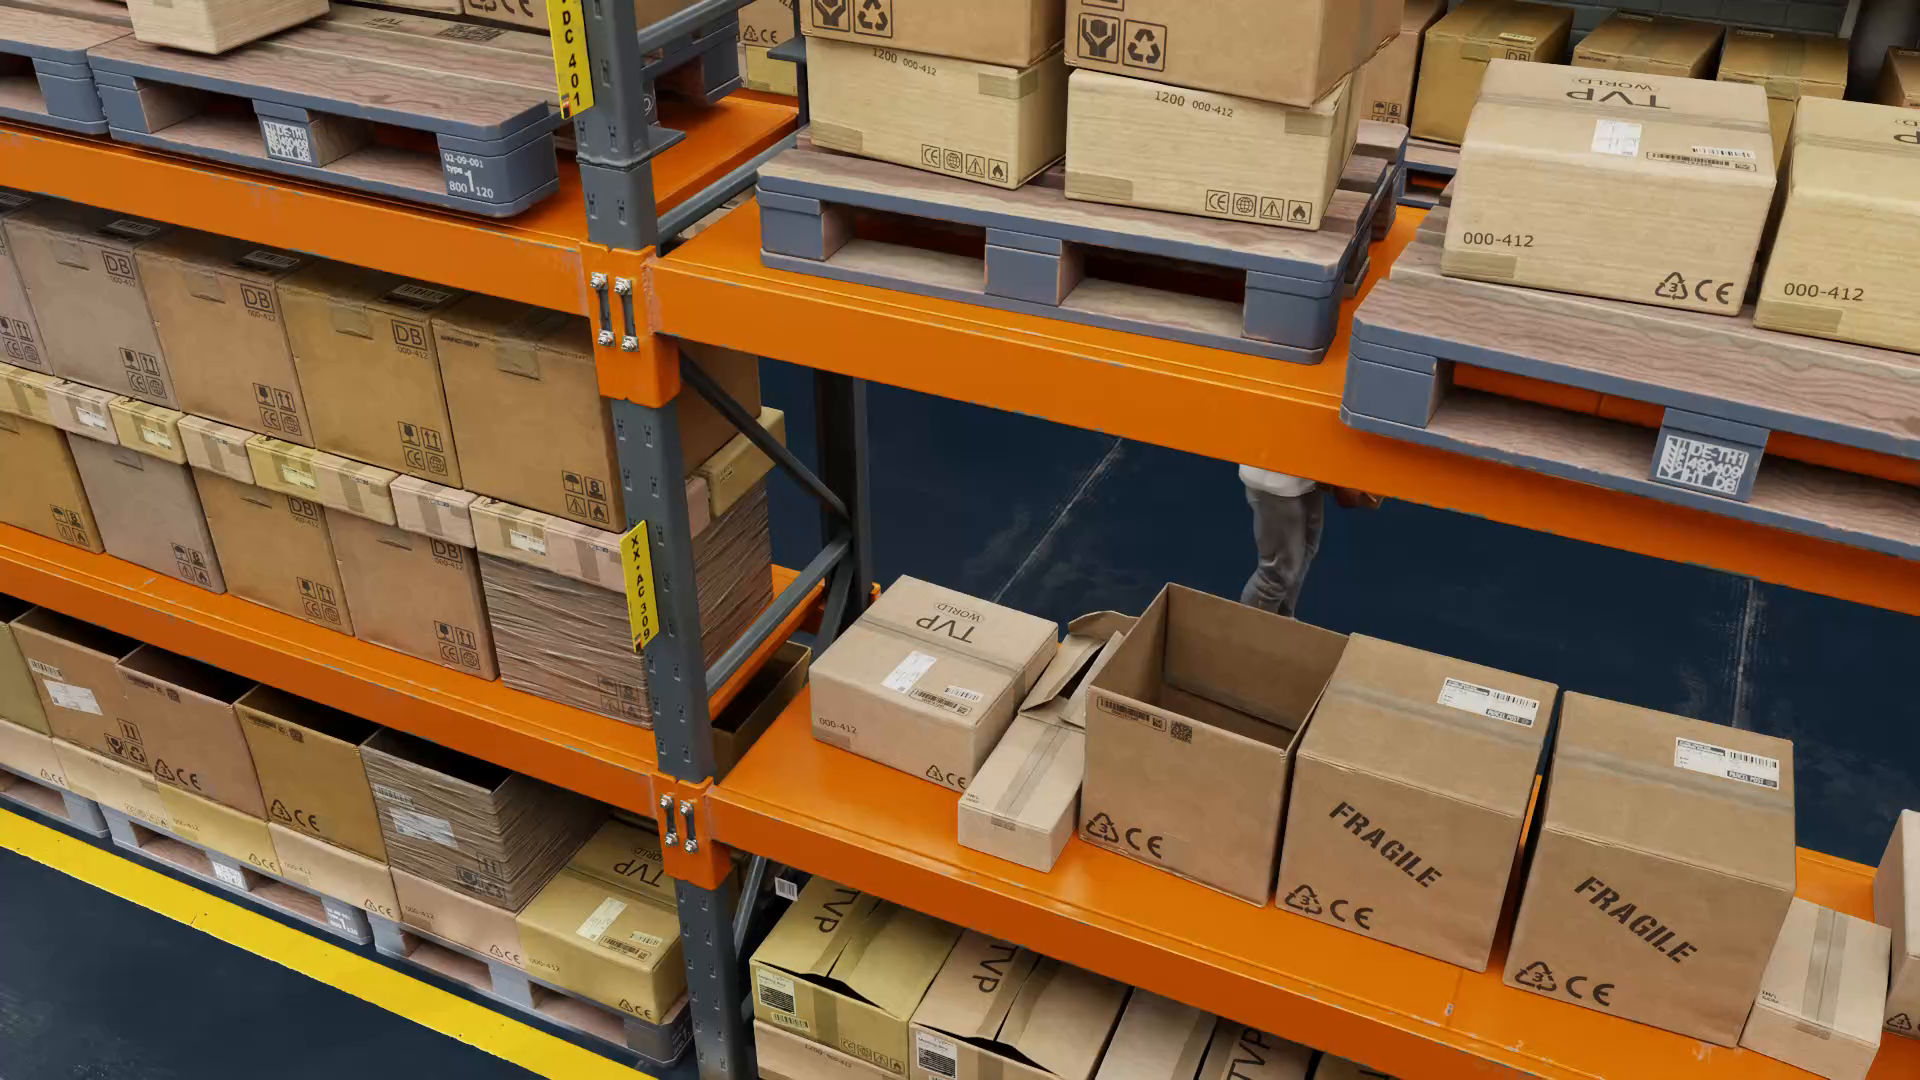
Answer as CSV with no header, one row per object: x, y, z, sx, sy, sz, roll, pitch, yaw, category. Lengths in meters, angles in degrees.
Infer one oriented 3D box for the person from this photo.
1.372,-0.243,6.490,0.572,1.761,0.504,15,36,21,person
